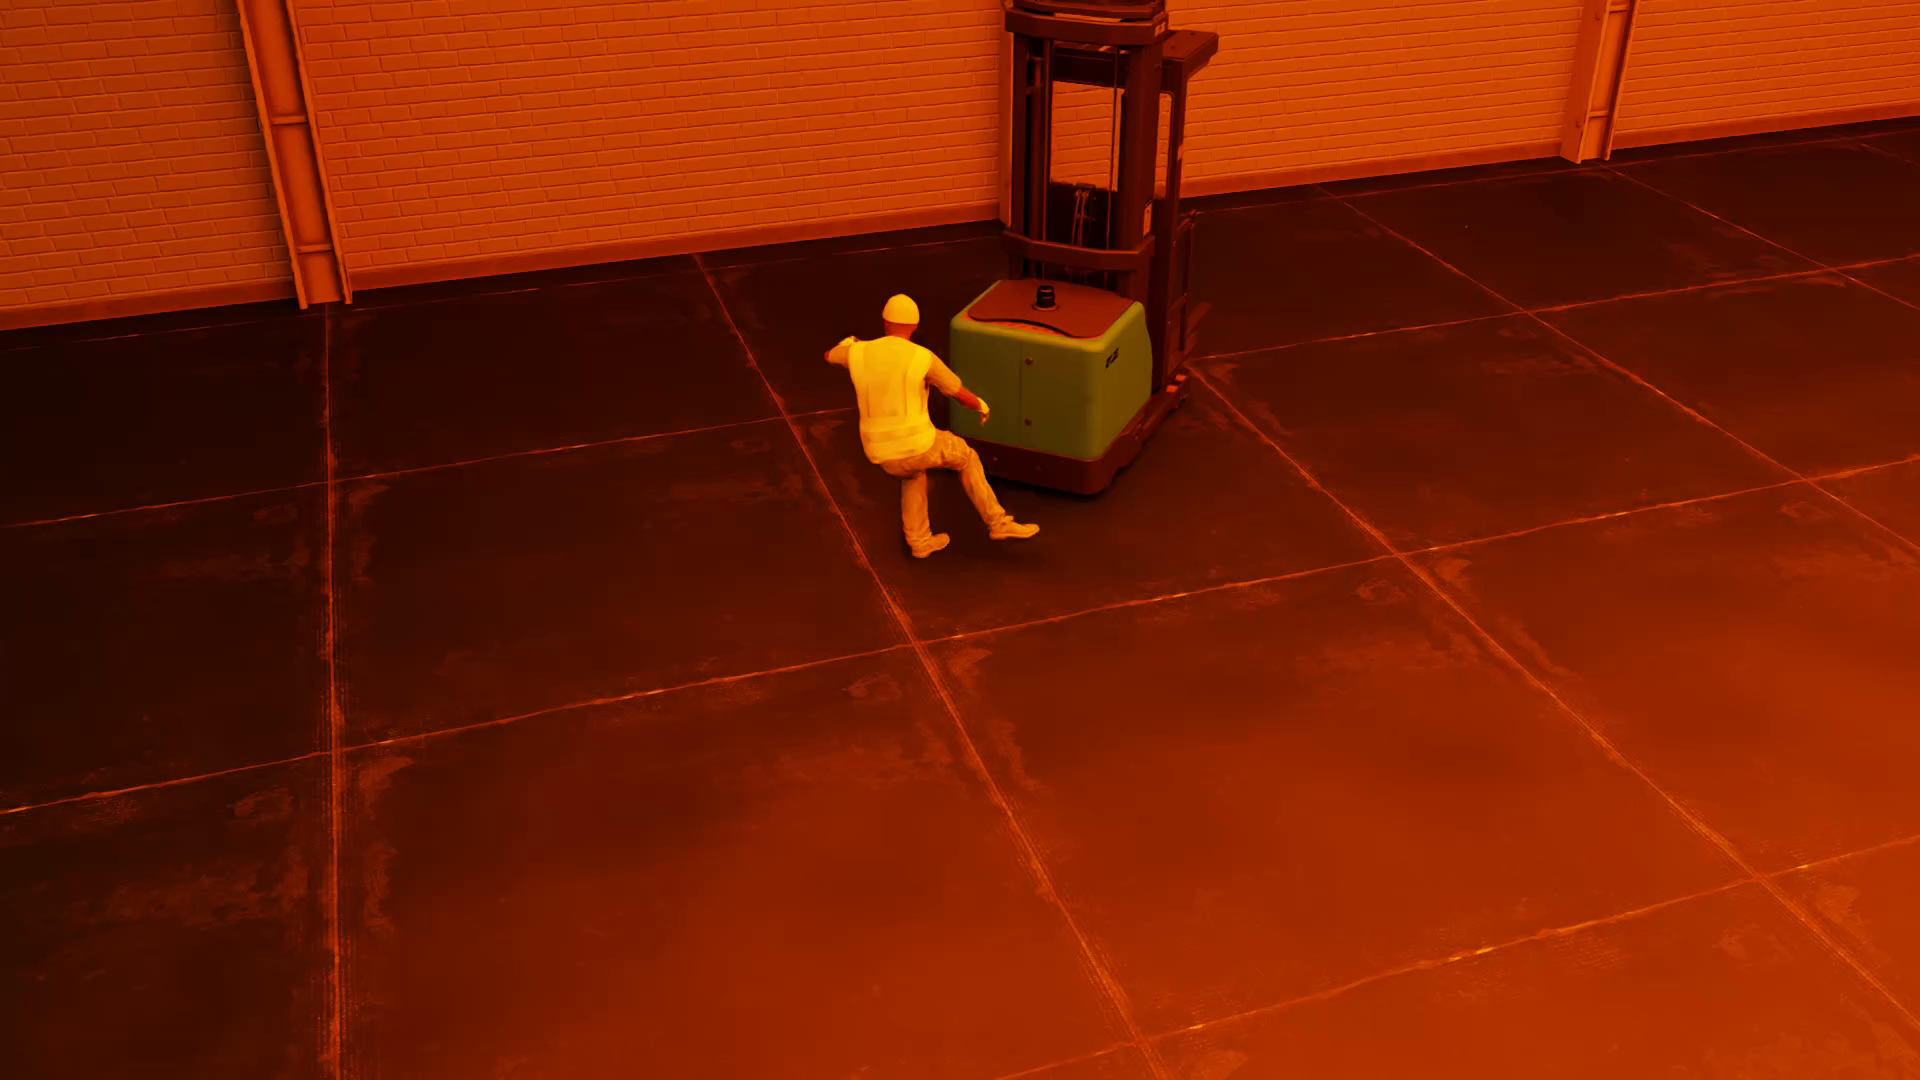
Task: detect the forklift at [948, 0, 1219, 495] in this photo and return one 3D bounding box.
[{"bbox_3d":[0.991,-2.267,11.028,1.130,2.935,3.031,13,32,21],"label":"forklift"}]

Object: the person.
[{"bbox_3d":[-0.155,-0.701,9.742,1.308,1.530,0.931,5,30,9],"label":"person"}]
